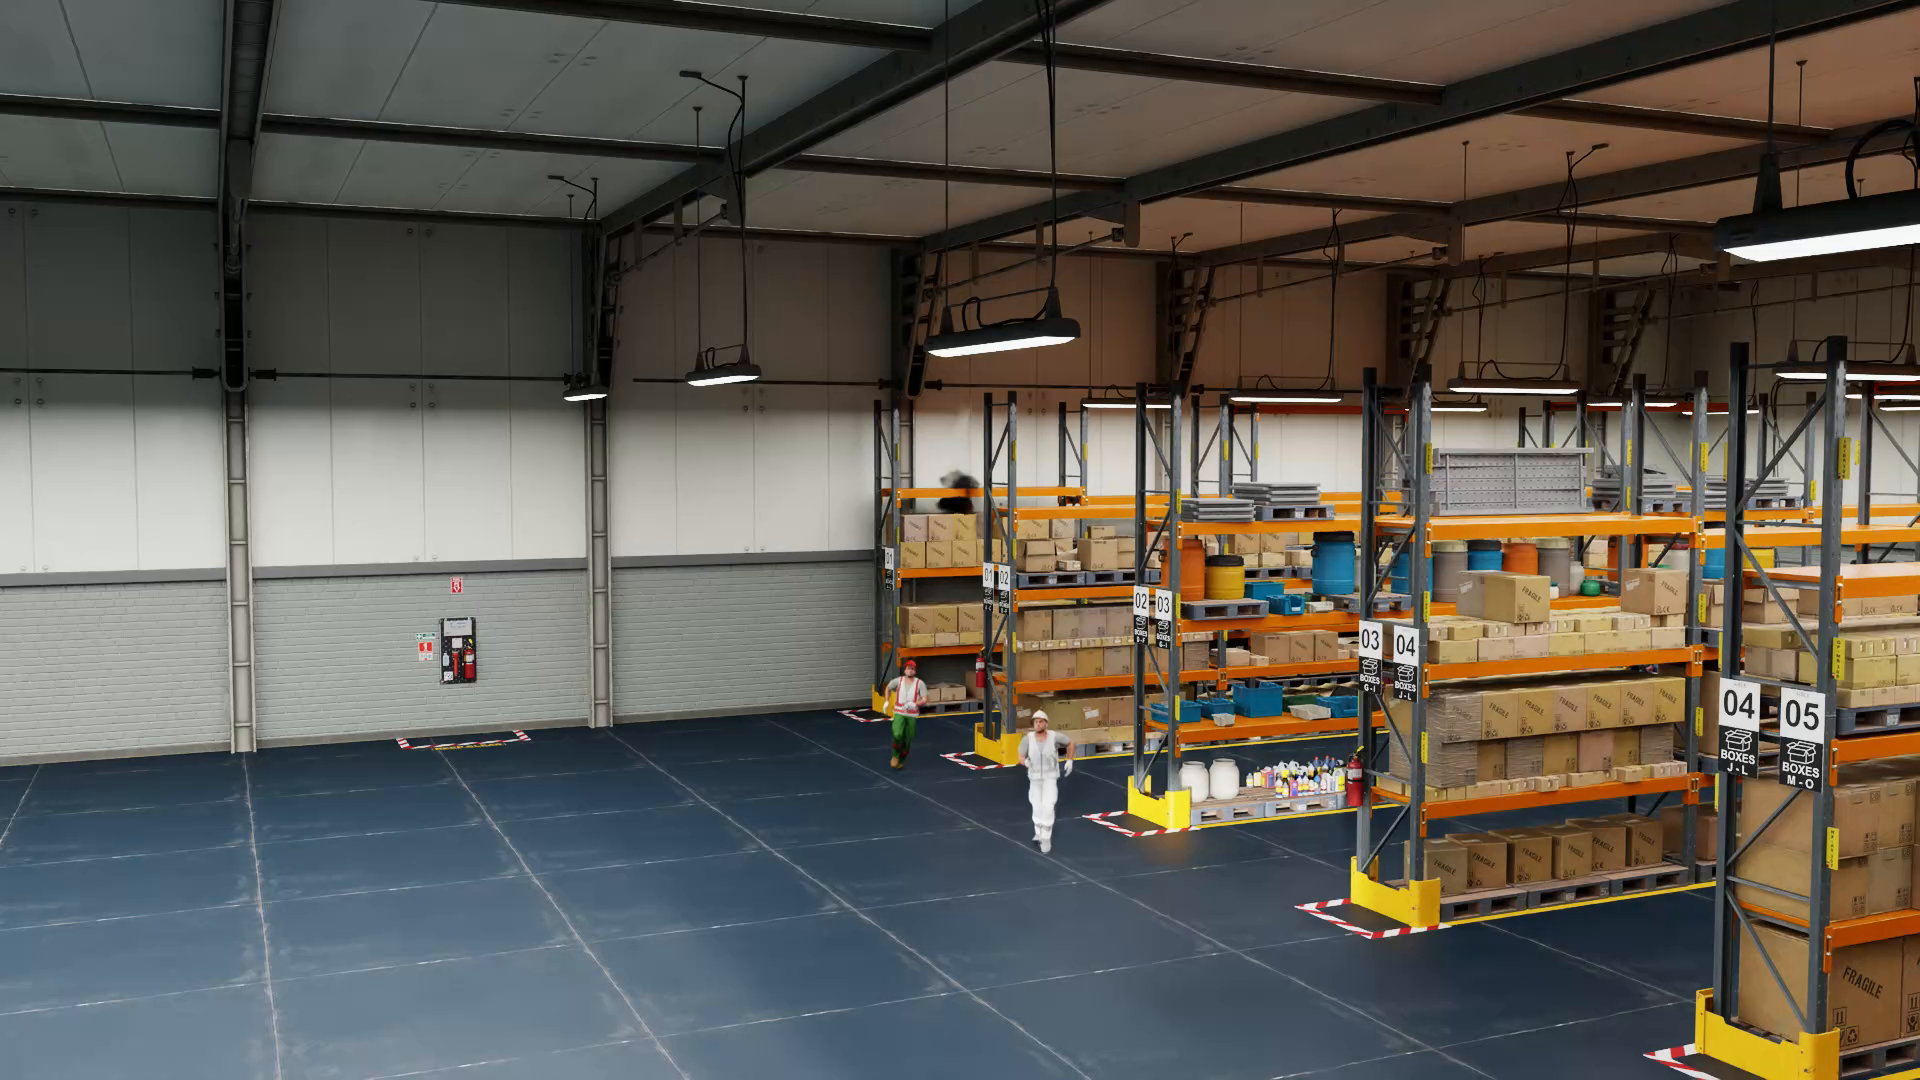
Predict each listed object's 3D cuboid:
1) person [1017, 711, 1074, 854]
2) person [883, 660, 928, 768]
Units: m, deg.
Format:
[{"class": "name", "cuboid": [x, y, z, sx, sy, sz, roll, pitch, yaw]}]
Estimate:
[{"class": "person", "cuboid": [1.071, 3.043, 21.041, 0.676, 1.790, 0.891, 1, 3, 14]}, {"class": "person", "cuboid": [-0.856, 2.758, 26.144, 0.705, 1.716, 0.648, 0, 3, -3]}]
